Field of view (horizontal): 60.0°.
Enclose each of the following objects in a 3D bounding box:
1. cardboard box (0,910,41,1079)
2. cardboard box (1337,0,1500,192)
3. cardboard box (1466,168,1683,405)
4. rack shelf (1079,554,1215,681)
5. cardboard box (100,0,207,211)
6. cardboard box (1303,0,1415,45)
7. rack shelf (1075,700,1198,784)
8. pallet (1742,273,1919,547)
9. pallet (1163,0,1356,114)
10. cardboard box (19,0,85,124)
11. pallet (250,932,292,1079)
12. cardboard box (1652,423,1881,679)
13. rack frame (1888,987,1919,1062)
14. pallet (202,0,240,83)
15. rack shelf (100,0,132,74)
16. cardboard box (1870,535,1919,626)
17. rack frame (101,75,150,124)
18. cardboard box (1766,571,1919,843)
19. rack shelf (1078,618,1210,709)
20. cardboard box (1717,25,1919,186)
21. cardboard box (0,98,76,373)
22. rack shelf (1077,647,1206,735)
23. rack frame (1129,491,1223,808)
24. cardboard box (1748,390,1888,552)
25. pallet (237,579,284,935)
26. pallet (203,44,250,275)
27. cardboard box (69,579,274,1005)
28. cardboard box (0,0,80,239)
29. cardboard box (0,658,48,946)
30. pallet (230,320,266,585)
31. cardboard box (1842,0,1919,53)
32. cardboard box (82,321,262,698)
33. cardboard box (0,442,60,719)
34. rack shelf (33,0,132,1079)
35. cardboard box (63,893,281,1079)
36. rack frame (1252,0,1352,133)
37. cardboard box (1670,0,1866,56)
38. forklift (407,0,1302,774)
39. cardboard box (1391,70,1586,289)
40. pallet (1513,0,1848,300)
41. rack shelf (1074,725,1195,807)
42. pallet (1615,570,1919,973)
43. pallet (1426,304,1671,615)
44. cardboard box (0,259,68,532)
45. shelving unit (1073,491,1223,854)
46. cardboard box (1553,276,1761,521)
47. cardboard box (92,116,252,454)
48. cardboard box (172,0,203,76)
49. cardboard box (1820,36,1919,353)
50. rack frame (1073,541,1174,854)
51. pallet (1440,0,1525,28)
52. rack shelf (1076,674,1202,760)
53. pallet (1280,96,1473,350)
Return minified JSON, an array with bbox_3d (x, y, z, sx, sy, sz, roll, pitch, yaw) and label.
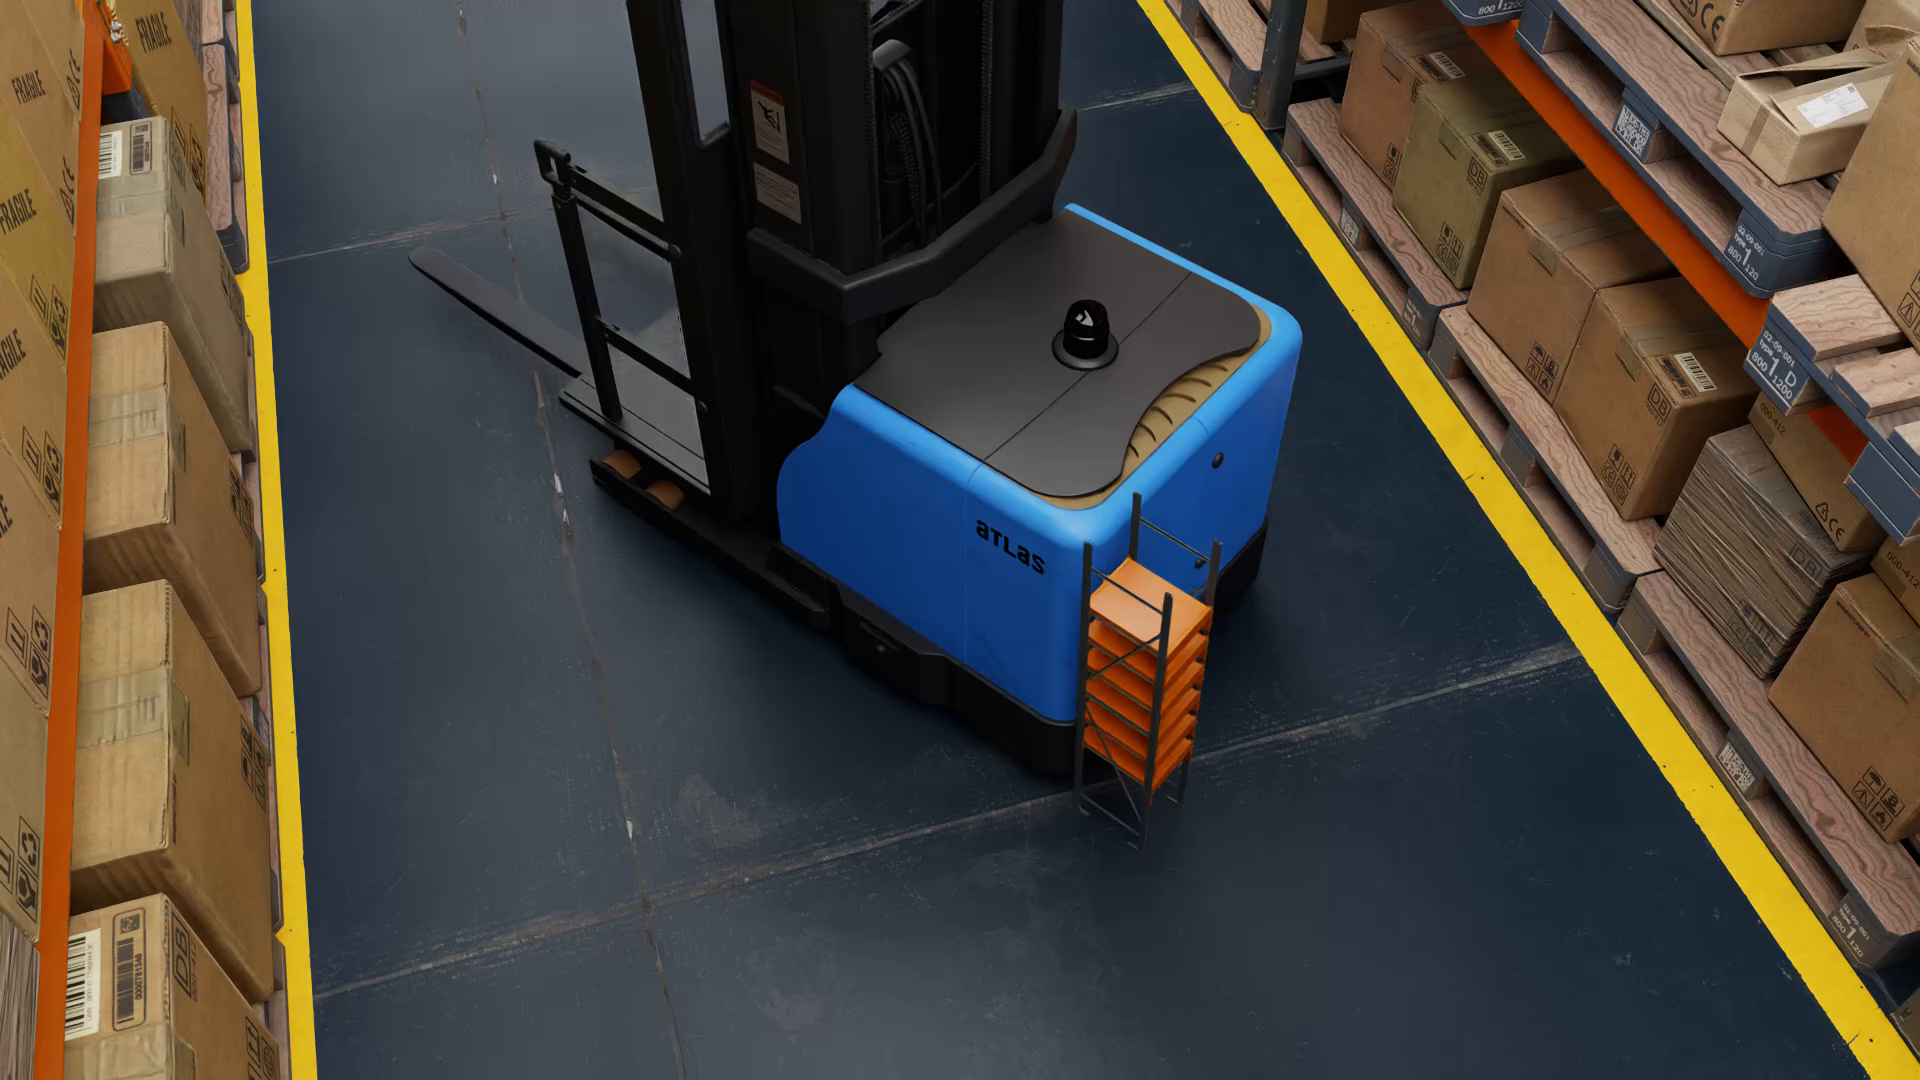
[{"bbox_3d":[-1.788,0.804,2.545,0.500,0.500,0.500,-13,51,-11],"label":"cardboard box"},{"bbox_3d":[1.833,-1.627,6.006,0.700,0.500,0.500,-17,52,-14],"label":"cardboard box"},{"bbox_3d":[2.122,-0.865,5.365,0.700,0.500,0.500,-17,52,-14],"label":"cardboard box"},{"bbox_3d":[0.436,0.180,3.895,0.258,0.103,0.180,33,60,25],"label":"rack shelf"},{"bbox_3d":[-3.215,-1.622,5.770,0.875,0.875,0.875,-13,51,-10],"label":"cardboard box"},{"bbox_3d":[1.592,-2.375,6.650,0.500,0.500,0.500,-15,51,-12],"label":"cardboard box"},{"bbox_3d":[0.453,0.473,4.275,0.258,0.103,0.180,33,60,25],"label":"rack shelf"},{"bbox_3d":[2.542,-0.257,3.630,1.213,0.211,1.003,-13,51,-11],"label":"pallet"},{"bbox_3d":[1.440,-2.327,7.074,1.003,0.211,1.213,-13,51,-11],"label":"pallet"},{"bbox_3d":[-2.686,-1.408,4.409,0.500,0.500,0.500,-14,51,-11],"label":"cardboard box"},{"bbox_3d":[-2.074,1.531,3.821,1.003,0.211,1.213,-13,51,-11],"label":"pallet"},{"bbox_3d":[2.461,-0.045,4.674,0.700,0.500,0.500,-17,52,-14],"label":"cardboard box"},{"bbox_3d":[2.855,0.178,3.138,1.000,3.000,0.127,-13,51,-11],"label":"rack frame"},{"bbox_3d":[-3.611,-2.263,7.020,1.003,0.211,1.213,-13,51,-11],"label":"pallet"},{"bbox_3d":[-3.687,-2.925,6.224,1.077,0.370,4.000,-13,51,-11],"label":"rack shelf"},{"bbox_3d":[2.628,0.117,4.046,0.500,0.250,0.500,-11,51,-9],"label":"cardboard box"},{"bbox_3d":[-3.096,-1.696,4.718,1.000,3.000,0.127,-13,51,-11],"label":"rack frame"},{"bbox_3d":[2.638,0.357,4.334,0.700,0.500,0.500,-16,52,-13],"label":"cardboard box"},{"bbox_3d":[0.440,0.253,3.990,0.258,0.103,0.180,33,60,25],"label":"rack shelf"},{"bbox_3d":[2.104,-1.071,4.004,0.396,0.266,0.258,-15,51,-12],"label":"cardboard box"},{"bbox_3d":[-2.387,-0.669,3.787,0.500,0.500,0.500,-13,51,-11],"label":"cardboard box"},{"bbox_3d":[0.445,0.326,4.085,0.258,0.103,0.180,33,60,25],"label":"rack shelf"},{"bbox_3d":[0.506,0.316,4.186,0.240,1.200,0.006,33,60,25],"label":"rack frame"},{"bbox_3d":[2.462,-0.268,4.371,0.500,0.250,0.500,-8,50,-7],"label":"cardboard box"},{"bbox_3d":[-2.431,0.642,4.571,1.003,0.211,1.213,-13,51,-11],"label":"pallet"},{"bbox_3d":[-3.246,-1.370,6.267,1.003,0.211,1.213,-13,51,-11],"label":"pallet"},{"bbox_3d":[-2.269,0.712,3.884,1.050,0.750,0.750,-13,51,-10],"label":"cardboard box"},{"bbox_3d":[-2.537,-1.039,4.098,0.500,0.500,0.500,-14,51,-11],"label":"cardboard box"},{"bbox_3d":[-1.941,0.434,2.857,0.500,0.500,0.500,-14,51,-11],"label":"cardboard box"},{"bbox_3d":[-2.796,-0.251,5.323,1.003,0.211,1.213,-13,51,-11],"label":"pallet"},{"bbox_3d":[2.579,-1.185,4.111,0.500,0.250,0.500,-15,51,-12],"label":"cardboard box"},{"bbox_3d":[-2.545,0.032,4.458,1.050,0.750,0.750,-13,51,-11],"label":"cardboard box"},{"bbox_3d":[-2.090,0.065,3.168,0.500,0.500,0.500,-13,51,-11],"label":"cardboard box"},{"bbox_3d":[-2.504,-0.003,3.762,1.077,0.370,4.000,-13,51,-11],"label":"rack shelf"},{"bbox_3d":[-2.007,1.350,3.347,1.050,0.750,0.750,-14,51,-11],"label":"cardboard box"},{"bbox_3d":[1.672,-2.744,5.601,1.000,3.000,0.127,-13,51,-11],"label":"rack frame"},{"bbox_3d":[2.273,-1.667,4.351,0.797,0.503,0.637,-9,50,-7],"label":"cardboard box"},{"bbox_3d":[-0.547,-1.259,4.395,3.031,2.935,1.130,32,57,24],"label":"forklift"},{"bbox_3d":[1.956,-1.274,5.709,0.700,0.500,0.500,-14,51,-11],"label":"cardboard box"},{"bbox_3d":[2.230,-1.197,4.423,1.003,0.211,1.213,-13,51,-11],"label":"pallet"},{"bbox_3d":[0.457,0.546,4.370,0.258,0.103,0.180,33,60,25],"label":"rack shelf"},{"bbox_3d":[2.625,0.505,4.686,1.003,0.211,1.213,-13,51,-11],"label":"pallet"},{"bbox_3d":[2.268,-0.384,5.436,1.003,0.211,1.213,-13,51,-11],"label":"pallet"},{"bbox_3d":[-2.235,-0.299,3.475,0.500,0.500,0.500,-14,51,-11],"label":"cardboard box"},{"bbox_3d":[0.447,0.373,4.145,0.258,1.200,0.189,33,60,25],"label":"shelving unit"},{"bbox_3d":[2.287,-0.458,5.021,0.700,0.500,0.500,-9,51,-8],"label":"cardboard box"},{"bbox_3d":[-2.826,-0.673,5.052,1.050,0.750,0.750,-14,51,-11],"label":"cardboard box"},{"bbox_3d":[-3.485,-2.279,6.325,0.875,0.875,0.875,-13,51,-11],"label":"cardboard box"},{"bbox_3d":[2.396,-0.760,3.589,0.700,0.500,0.500,-7,50,-6],"label":"cardboard box"},{"bbox_3d":[0.388,0.429,4.104,0.240,1.200,0.006,33,60,25],"label":"rack frame"},{"bbox_3d":[1.759,-2.091,5.176,1.003,0.211,1.213,-13,51,-11],"label":"pallet"},{"bbox_3d":[0.449,0.400,4.180,0.258,0.103,0.180,33,60,25],"label":"rack shelf"},{"bbox_3d":[1.904,-1.277,6.188,1.003,0.211,1.213,-13,51,-11],"label":"pallet"}]
